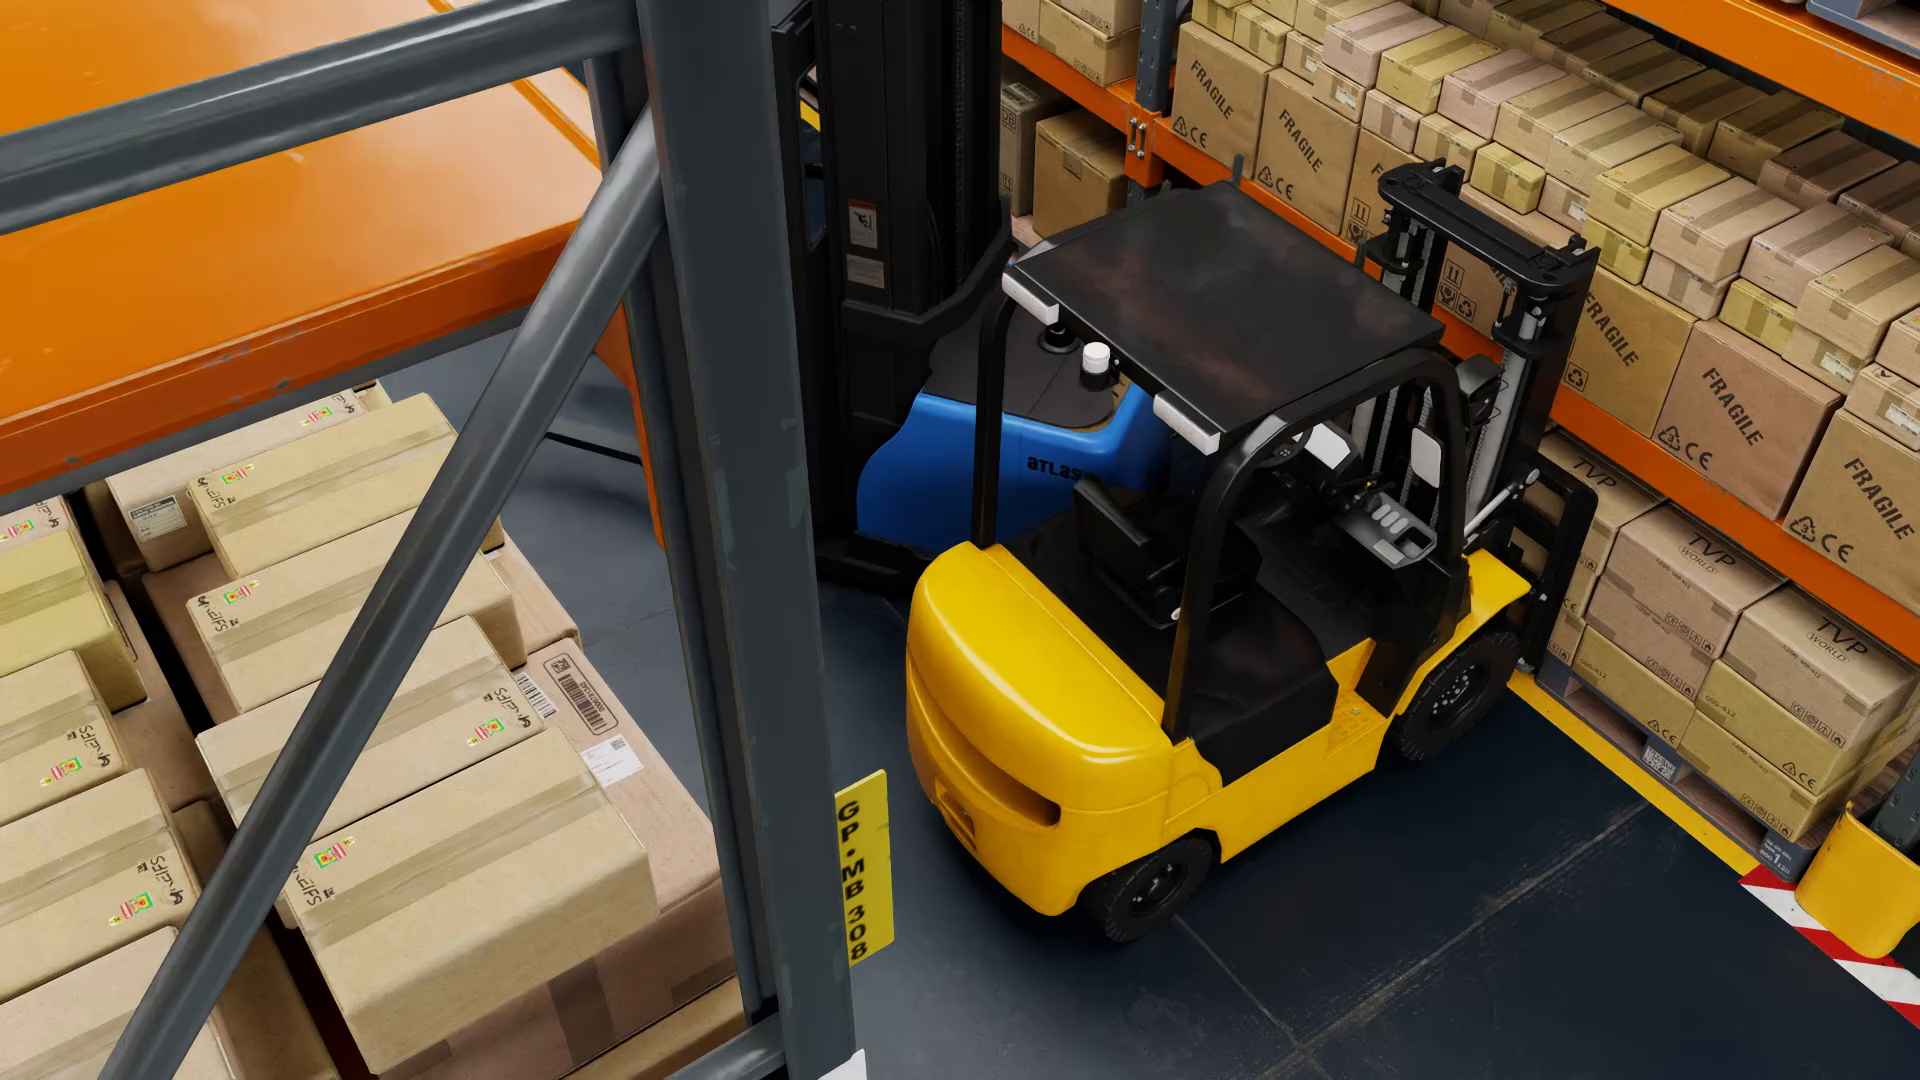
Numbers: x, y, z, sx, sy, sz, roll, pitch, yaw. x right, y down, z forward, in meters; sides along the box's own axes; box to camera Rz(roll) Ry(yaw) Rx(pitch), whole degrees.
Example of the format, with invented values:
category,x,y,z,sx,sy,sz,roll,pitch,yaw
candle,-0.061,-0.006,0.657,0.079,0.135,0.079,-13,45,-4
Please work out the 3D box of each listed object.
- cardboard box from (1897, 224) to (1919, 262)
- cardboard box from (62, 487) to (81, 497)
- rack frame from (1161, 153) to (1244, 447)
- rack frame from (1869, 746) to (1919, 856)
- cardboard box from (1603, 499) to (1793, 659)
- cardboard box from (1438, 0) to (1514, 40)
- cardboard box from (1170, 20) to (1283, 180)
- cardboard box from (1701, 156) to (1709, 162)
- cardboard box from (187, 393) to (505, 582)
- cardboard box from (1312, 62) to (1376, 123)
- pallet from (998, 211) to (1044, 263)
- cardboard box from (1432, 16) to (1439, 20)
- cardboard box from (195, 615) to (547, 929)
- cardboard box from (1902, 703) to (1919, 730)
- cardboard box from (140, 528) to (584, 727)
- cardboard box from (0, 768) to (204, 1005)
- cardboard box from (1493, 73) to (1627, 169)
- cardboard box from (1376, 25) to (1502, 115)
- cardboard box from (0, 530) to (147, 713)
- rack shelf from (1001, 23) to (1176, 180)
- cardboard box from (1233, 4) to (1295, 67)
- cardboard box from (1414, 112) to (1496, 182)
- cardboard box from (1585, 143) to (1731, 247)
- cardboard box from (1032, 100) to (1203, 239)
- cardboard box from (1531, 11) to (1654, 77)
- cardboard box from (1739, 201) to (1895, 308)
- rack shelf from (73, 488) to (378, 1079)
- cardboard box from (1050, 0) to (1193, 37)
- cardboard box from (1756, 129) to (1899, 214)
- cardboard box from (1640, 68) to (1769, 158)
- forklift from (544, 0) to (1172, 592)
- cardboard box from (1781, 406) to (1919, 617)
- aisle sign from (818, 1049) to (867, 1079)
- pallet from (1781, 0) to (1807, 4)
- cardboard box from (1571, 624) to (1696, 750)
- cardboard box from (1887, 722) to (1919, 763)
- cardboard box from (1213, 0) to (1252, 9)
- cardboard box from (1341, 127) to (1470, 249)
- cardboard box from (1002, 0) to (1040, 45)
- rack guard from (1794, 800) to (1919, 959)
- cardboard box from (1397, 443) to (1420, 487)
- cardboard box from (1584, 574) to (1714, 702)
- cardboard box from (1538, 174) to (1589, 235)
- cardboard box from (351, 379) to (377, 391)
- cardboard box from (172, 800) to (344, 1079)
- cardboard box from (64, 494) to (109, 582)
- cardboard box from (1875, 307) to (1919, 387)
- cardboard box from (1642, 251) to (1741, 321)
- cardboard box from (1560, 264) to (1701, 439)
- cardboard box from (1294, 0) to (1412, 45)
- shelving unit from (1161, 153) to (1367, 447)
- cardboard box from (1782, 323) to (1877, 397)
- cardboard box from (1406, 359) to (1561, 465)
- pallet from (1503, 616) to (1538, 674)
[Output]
category,x,y,z,sx,sy,sz,roll,pitch,yaw
cardboard box,3.201,-0.924,5.279,0.380,0.149,0.250,-25,49,-24
cardboard box,-1.644,-0.123,2.629,0.380,0.149,0.250,-27,50,-26
rack frame,0.970,-0.936,7.135,0.400,1.500,0.023,-24,49,-23
rack frame,3.503,0.034,5.033,1.000,3.000,0.127,-26,49,-24
cardboard box,2.687,0.091,5.936,0.500,0.250,0.500,-25,49,-24
cardboard box,2.112,-2.128,6.540,0.380,0.149,0.250,-27,50,-25
cardboard box,1.254,-1.913,7.000,0.500,0.500,0.500,-27,50,-25
cardboard box,2.664,-1.408,6.001,0.380,0.149,0.250,-26,49,-25
cardboard box,-0.934,-0.041,2.544,0.380,0.149,0.250,-26,49,-25
cardboard box,1.583,-1.766,6.376,0.380,0.149,0.250,-25,49,-24
pallet,0.761,-1.624,8.789,1.003,0.211,1.213,-26,49,-24
cardboard box,1.925,-2.140,6.768,0.380,0.149,0.250,-25,49,-23
cardboard box,-0.759,0.296,2.190,0.380,0.149,0.250,-26,49,-25
cardboard box,3.404,0.348,6.029,0.500,0.250,0.500,-25,49,-24
cardboard box,-0.915,0.180,2.601,0.500,0.250,0.500,-26,50,-25
cardboard box,-1.118,0.479,2.000,0.380,0.149,0.250,-25,49,-24
cardboard box,2.113,-1.479,5.861,0.380,0.149,0.250,-26,49,-24
cardboard box,1.764,-1.736,6.129,0.380,0.149,0.250,-26,50,-25
cardboard box,-1.382,0.177,2.315,0.380,0.149,0.250,-25,49,-24
rack shelf,0.071,-3.104,8.841,1.077,0.370,4.000,-26,49,-24
cardboard box,1.331,-2.071,6.696,0.380,0.149,0.250,-25,49,-24
cardboard box,1.890,-1.481,6.078,0.380,0.149,0.250,-27,50,-26
cardboard box,2.313,-1.147,5.512,0.380,0.149,0.250,-25,49,-24
cardboard box,0.907,-1.815,8.386,0.875,0.625,0.625,-24,48,-23
cardboard box,2.351,-1.810,6.207,0.380,0.149,0.250,-26,50,-25
cardboard box,2.705,-0.899,5.253,0.380,0.149,0.250,-25,49,-24
rack shelf,-1.710,0.040,3.376,1.077,0.370,4.000,-26,49,-24
cardboard box,0.724,-2.535,7.470,0.500,0.250,0.500,-27,50,-25
cardboard box,2.901,-1.209,5.578,0.380,0.149,0.250,-24,49,-23
cardboard box,2.625,-1.506,5.888,0.380,0.149,0.250,-25,49,-24
forklift,-0.651,-1.316,6.497,3.031,2.935,1.130,15,46,16
cardboard box,3.006,-0.177,5.181,0.500,0.500,0.500,-27,50,-25
aisle sign,-0.276,0.970,2.170,0.394,0.787,0.004,-26,49,-24
pallet,2.418,-2.121,5.182,1.003,0.211,1.213,-26,49,-24
cardboard box,2.698,0.450,6.284,0.500,0.250,0.500,-26,49,-24
cardboard box,3.382,0.522,6.209,0.500,0.250,0.500,-26,49,-24
cardboard box,1.154,-2.312,6.733,0.380,0.149,0.250,-25,49,-24
cardboard box,1.857,-1.338,6.398,0.500,0.500,0.500,-26,50,-25
cardboard box,0.420,-2.641,7.944,0.500,0.250,0.500,-26,49,-25
rack guard,3.517,0.952,5.882,1.175,0.500,0.348,-26,49,-24
cardboard box,2.094,-0.313,6.722,0.500,0.250,0.500,-26,49,-25
cardboard box,2.690,0.256,6.126,0.500,0.250,0.500,-26,50,-25
cardboard box,2.252,-1.216,5.800,0.380,0.149,0.250,-26,49,-25
cardboard box,-1.237,-0.324,2.840,0.380,0.149,0.250,-24,49,-23
cardboard box,-1.080,0.676,2.082,0.500,0.250,0.500,-26,50,-25
cardboard box,-1.667,0.098,2.687,0.500,0.250,0.500,-24,49,-23
cardboard box,2.959,-0.591,4.930,0.380,0.149,0.250,-26,49,-24
cardboard box,2.482,-0.904,5.473,0.380,0.149,0.250,-27,50,-26
cardboard box,2.423,-0.764,5.797,0.500,0.500,0.500,-27,50,-25
cardboard box,1.531,-2.058,6.467,0.380,0.149,0.250,-27,50,-25
shelving unit,1.166,-0.723,6.911,0.431,1.500,0.755,-24,49,-23
cardboard box,2.806,-0.626,5.182,0.380,0.149,0.250,-25,49,-24
cardboard box,2.106,-0.481,6.535,0.500,0.250,0.500,-27,50,-25
pallet,2.337,-0.064,7.155,1.003,0.211,1.213,-26,49,-24
